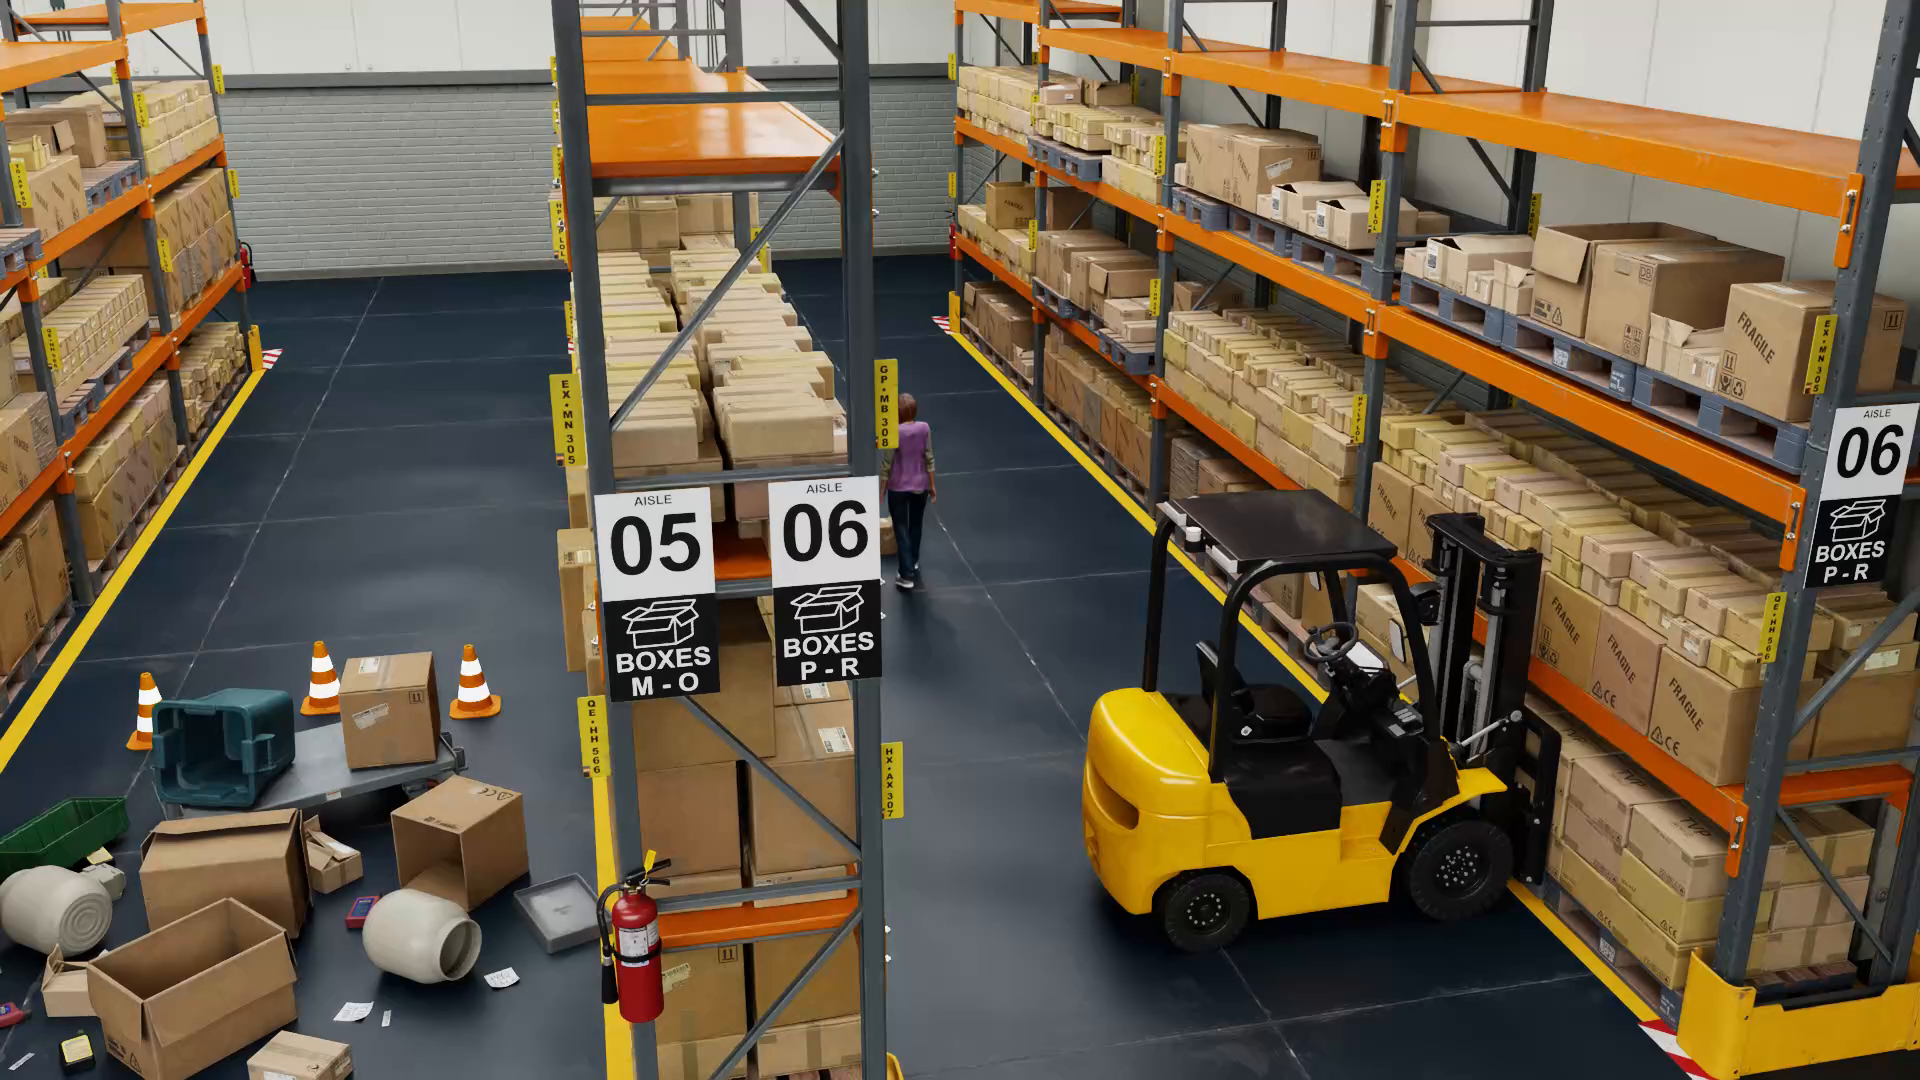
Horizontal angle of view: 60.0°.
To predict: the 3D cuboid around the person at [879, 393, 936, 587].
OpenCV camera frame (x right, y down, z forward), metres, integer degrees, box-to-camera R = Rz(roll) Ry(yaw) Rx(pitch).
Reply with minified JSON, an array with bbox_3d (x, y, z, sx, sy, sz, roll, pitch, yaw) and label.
[{"bbox_3d":[-0.457,-0.429,13.507,0.455,1.560,0.681,-8,21,-20],"label":"person"}]
